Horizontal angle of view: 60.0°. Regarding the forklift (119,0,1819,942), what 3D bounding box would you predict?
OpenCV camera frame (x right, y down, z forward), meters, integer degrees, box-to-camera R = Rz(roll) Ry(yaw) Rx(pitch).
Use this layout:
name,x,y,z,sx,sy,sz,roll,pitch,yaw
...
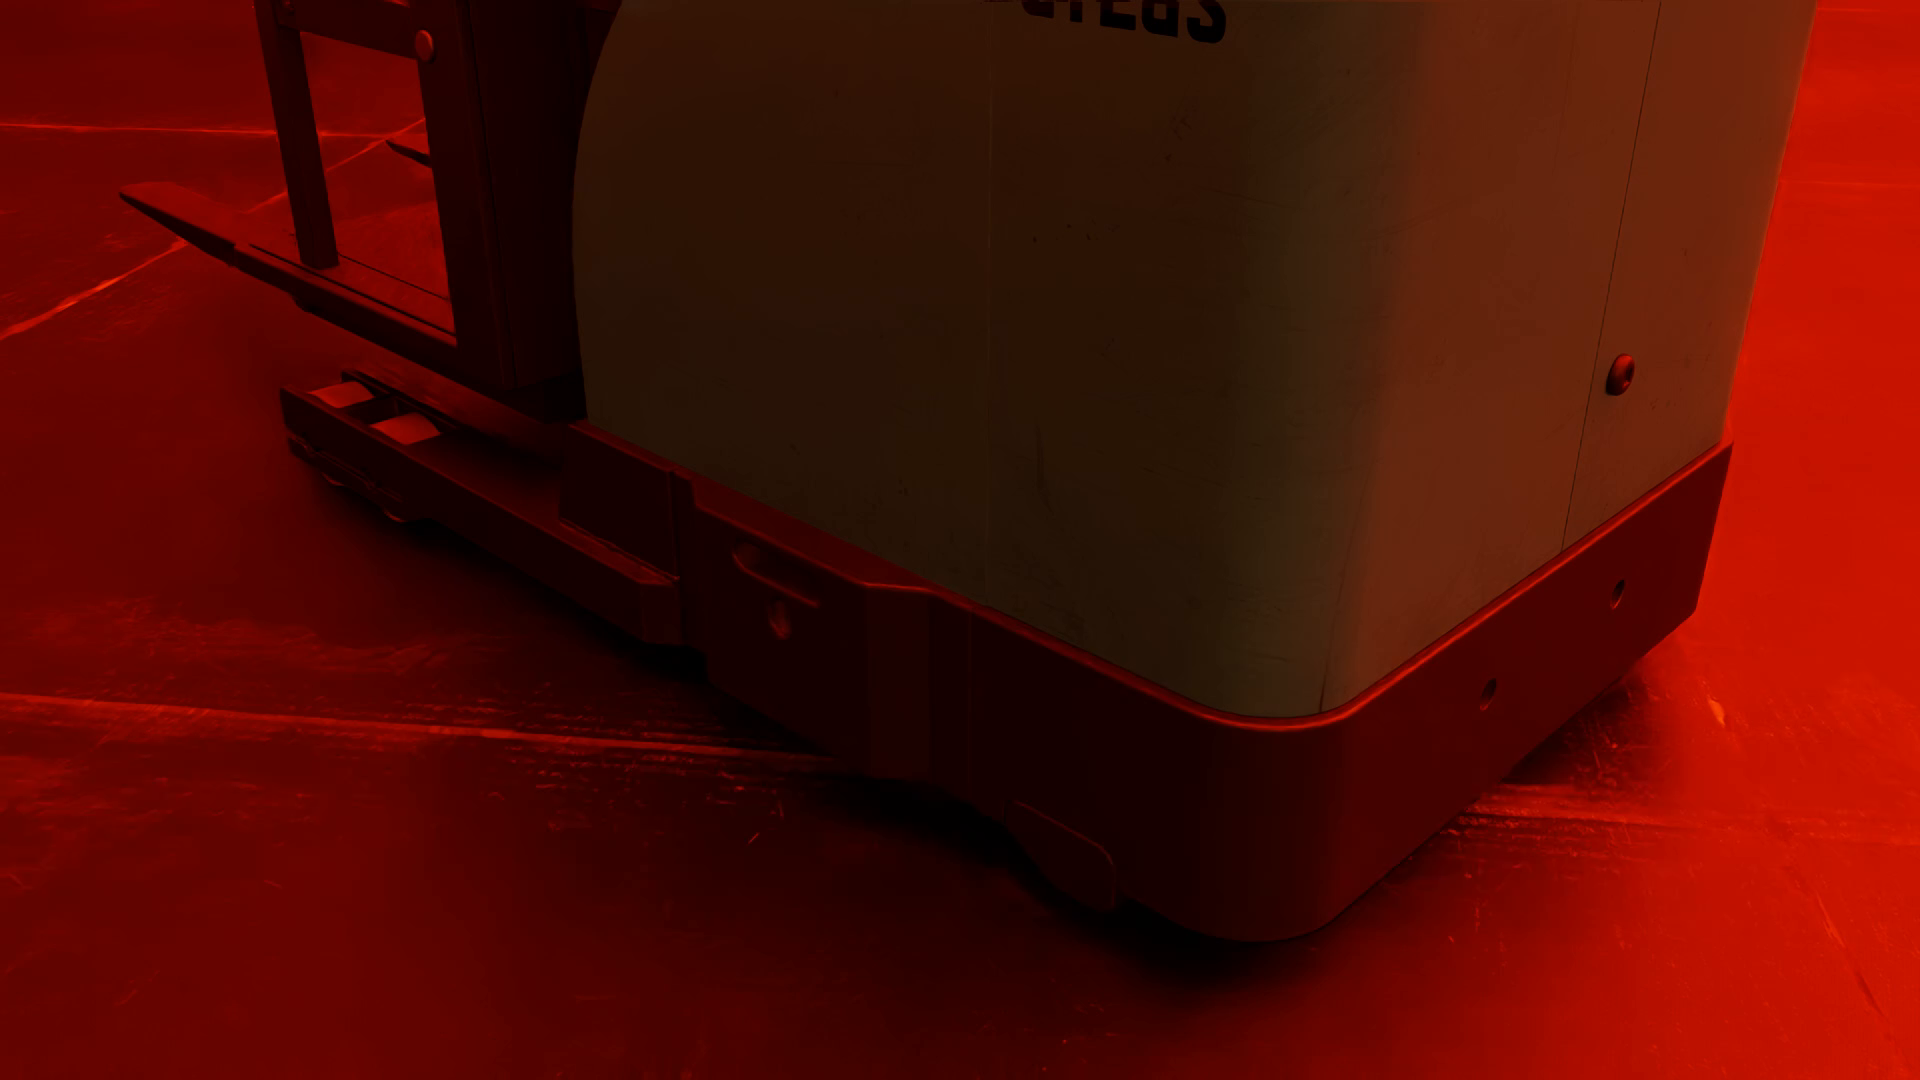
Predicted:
name,x,y,z,sx,sy,sz,roll,pitch,yaw
forklift,-0.439,-1.485,2.193,3.031,2.935,1.130,23,35,39
